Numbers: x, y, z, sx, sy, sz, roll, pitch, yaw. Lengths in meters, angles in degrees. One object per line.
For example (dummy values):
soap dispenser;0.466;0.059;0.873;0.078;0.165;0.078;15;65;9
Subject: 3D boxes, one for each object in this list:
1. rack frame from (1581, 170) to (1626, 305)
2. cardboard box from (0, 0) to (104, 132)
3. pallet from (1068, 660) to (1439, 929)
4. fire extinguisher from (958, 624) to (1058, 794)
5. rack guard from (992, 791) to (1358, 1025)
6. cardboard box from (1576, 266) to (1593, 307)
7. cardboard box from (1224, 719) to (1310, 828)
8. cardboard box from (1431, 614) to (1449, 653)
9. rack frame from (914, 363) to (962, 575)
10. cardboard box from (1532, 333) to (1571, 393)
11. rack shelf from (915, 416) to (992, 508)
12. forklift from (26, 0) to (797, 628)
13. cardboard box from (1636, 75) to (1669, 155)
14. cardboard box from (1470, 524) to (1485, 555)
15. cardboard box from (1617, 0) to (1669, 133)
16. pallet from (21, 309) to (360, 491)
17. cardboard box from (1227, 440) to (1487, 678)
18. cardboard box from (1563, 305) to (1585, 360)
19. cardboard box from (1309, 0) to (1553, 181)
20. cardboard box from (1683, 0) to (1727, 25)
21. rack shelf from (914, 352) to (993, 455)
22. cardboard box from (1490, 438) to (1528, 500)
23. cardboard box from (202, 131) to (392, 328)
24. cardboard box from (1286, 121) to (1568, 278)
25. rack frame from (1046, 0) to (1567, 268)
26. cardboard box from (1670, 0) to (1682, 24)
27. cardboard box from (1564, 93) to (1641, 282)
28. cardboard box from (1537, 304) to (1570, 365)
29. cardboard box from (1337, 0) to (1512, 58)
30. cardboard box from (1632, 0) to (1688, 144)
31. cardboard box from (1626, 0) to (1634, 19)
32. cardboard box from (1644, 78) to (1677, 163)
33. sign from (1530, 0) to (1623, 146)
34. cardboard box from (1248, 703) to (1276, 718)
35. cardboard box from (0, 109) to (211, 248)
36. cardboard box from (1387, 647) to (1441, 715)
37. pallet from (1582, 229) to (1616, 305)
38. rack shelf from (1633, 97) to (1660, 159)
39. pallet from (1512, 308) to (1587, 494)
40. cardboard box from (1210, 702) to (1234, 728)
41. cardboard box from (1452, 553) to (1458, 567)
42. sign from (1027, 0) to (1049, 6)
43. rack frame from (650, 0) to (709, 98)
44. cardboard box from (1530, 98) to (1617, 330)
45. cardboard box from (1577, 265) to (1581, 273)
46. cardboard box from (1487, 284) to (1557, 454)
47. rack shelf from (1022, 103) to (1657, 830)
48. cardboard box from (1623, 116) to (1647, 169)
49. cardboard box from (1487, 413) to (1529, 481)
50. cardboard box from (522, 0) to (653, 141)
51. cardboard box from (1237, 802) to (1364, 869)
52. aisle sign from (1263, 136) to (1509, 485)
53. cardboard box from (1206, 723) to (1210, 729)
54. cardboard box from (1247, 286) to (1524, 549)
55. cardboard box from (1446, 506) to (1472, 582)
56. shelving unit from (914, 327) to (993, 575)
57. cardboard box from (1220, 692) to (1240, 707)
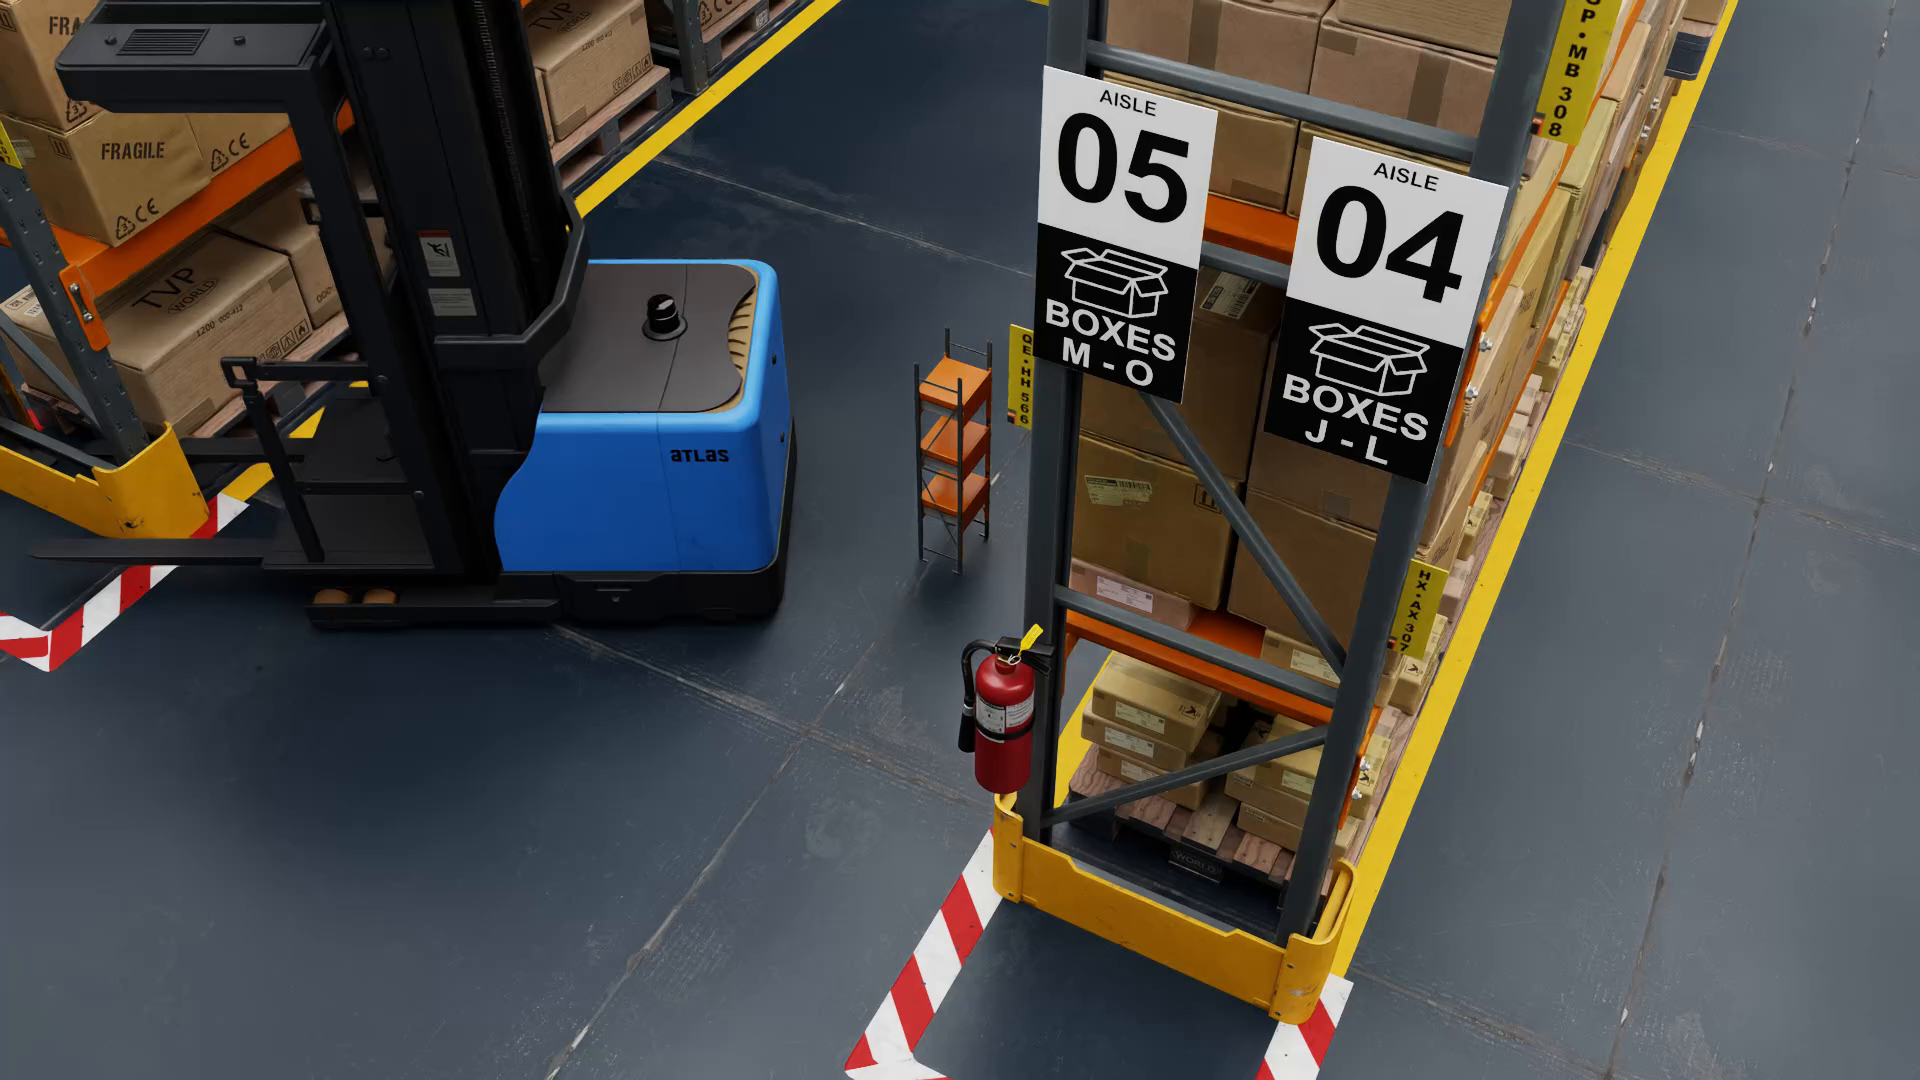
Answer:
rack frame;2.510;-2.219;7.114;1.000;3.000;0.127;20;49;19
cardboard box;-3.303;-1.865;5.991;0.500;0.500;0.500;19;48;18
pallet;1.097;0.733;6.157;1.003;0.211;1.213;20;49;19
fire extinguisher;0.128;0.465;4.778;0.296;0.674;0.183;20;49;19
rack guard;0.689;1.132;5.560;1.175;0.500;0.348;20;49;19
cardboard box;2.646;-1.166;7.573;0.380;0.149;0.250;21;49;20
cardboard box;1.124;0.805;5.625;0.380;0.149;0.250;22;49;21
cardboard box;1.552;0.342;6.083;0.380;0.149;0.250;22;49;20
rack frame;-0.081;-0.258;6.547;0.200;1.050;0.008;20;49;19
cardboard box;2.422;-0.817;7.228;0.380;0.149;0.250;19;48;18
rack shelf;-0.025;-0.328;6.631;0.215;0.259;0.240;20;49;19
forklift;-2.229;-1.054;6.011;3.031;2.935;1.130;0;45;0
cardboard box;3.087;-2.130;7.961;0.500;0.250;0.500;18;48;17
cardboard box;1.886;-0.048;6.678;0.380;0.149;0.250;20;49;19
cardboard box;2.046;-1.680;5.599;0.500;0.500;0.500;22;49;20
pallet;-3.476;-0.819;7.691;1.003;0.211;1.213;20;49;19
cardboard box;1.106;-0.031;4.672;0.500;0.500;0.500;23;50;21
cardboard box;2.630;-1.005;7.623;0.380;0.149;0.250;21;49;20
cardboard box;1.092;-1.074;3.627;0.500;0.250;0.500;21;49;20
cardboard box;3.100;-2.375;7.149;0.380;0.149;0.250;18;48;17
rack shelf;-0.025;-0.527;6.429;0.215;0.259;0.240;20;49;19
cardboard box;2.150;-0.353;6.979;0.380;0.149;0.250;20;49;19
cardboard box;-3.143;-1.545;7.954;0.875;0.438;0.875;22;49;20
cardboard box;1.088;-0.899;3.806;0.500;0.250;0.500;22;49;20
rack frame;0.653;-1.808;2.490;1.000;3.000;0.127;20;49;19
cardboard box;2.532;-2.325;6.236;0.500;0.500;0.500;19;48;18
cardboard box;2.062;-1.321;5.947;0.500;0.500;0.500;20;49;19
cardboard box;2.383;-0.930;7.131;0.380;0.149;0.250;20;49;19
cardboard box;1.005;-1.146;3.418;0.380;0.149;0.250;20;49;19
cardboard box;2.536;-1.961;6.579;0.500;0.500;0.500;21;49;19
cardboard box;1.564;-1.558;4.458;0.500;0.250;0.500;19;48;18
cardboard box;3.332;-2.200;8.557;0.500;0.500;0.500;23;50;21
sign;1.134;-0.882;3.069;0.100;0.325;0.005;20;49;19
cardboard box;1.219;0.515;5.703;0.380;0.149;0.250;21;49;20
cardboard box;-3.301;-1.513;6.346;0.500;0.500;0.500;20;49;19
cardboard box;1.554;0.455;6.180;0.380;0.149;0.250;21;49;20
pallet;2.870;-1.730;8.591;1.003;0.211;1.213;20;49;19
rack shelf;3.439;-3.226;8.615;1.077;0.370;4.000;20;49;19
pallet;2.230;-0.804;7.676;1.003;0.211;1.213;20;49;19
cardboard box;0.815;0.477;5.949;0.380;0.149;0.250;19;48;18
cardboard box;1.628;0.043;6.169;0.380;0.149;0.250;22;49;21
sign;0.171;-1.261;3.435;0.100;0.325;0.005;20;49;19
rack frame;-1.921;-3.790;8.666;1.000;3.000;0.127;20;49;19
cardboard box;1.587;-1.026;4.952;0.500;0.500;0.500;19;48;18
cardboard box;2.576;-1.264;7.461;0.380;0.149;0.250;22;49;20
cardboard box;1.571;-0.681;5.314;0.500;0.500;0.500;21;49;20
rack shelf;1.582;-0.706;6.125;1.077;0.370;4.000;20;49;19
cardboard box;2.562;-1.675;6.753;0.380;0.149;0.250;19;48;18
cardboard box;2.035;-0.418;6.625;0.380;0.149;0.250;19;48;18
cardboard box;-2.308;-2.677;9.073;0.875;0.438;0.875;20;49;19
cardboard box;1.180;0.931;5.710;0.380;0.149;0.250;21;49;20
aisle sign;0.885;-0.468;3.556;0.394;0.787;0.004;20;49;19
cardboard box;0.743;0.559;6.077;0.380;0.149;0.250;22;49;20
cardboard box;1.097;-0.386;4.320;0.500;0.500;0.500;20;49;19
cardboard box;1.348;-0.033;5.130;0.380;0.149;0.250;19;48;18
shelving unit;-0.025;-0.335;6.623;0.215;1.050;0.252;20;49;19
cardboard box;0.842;0.390;5.827;0.380;0.149;0.250;21;49;20
